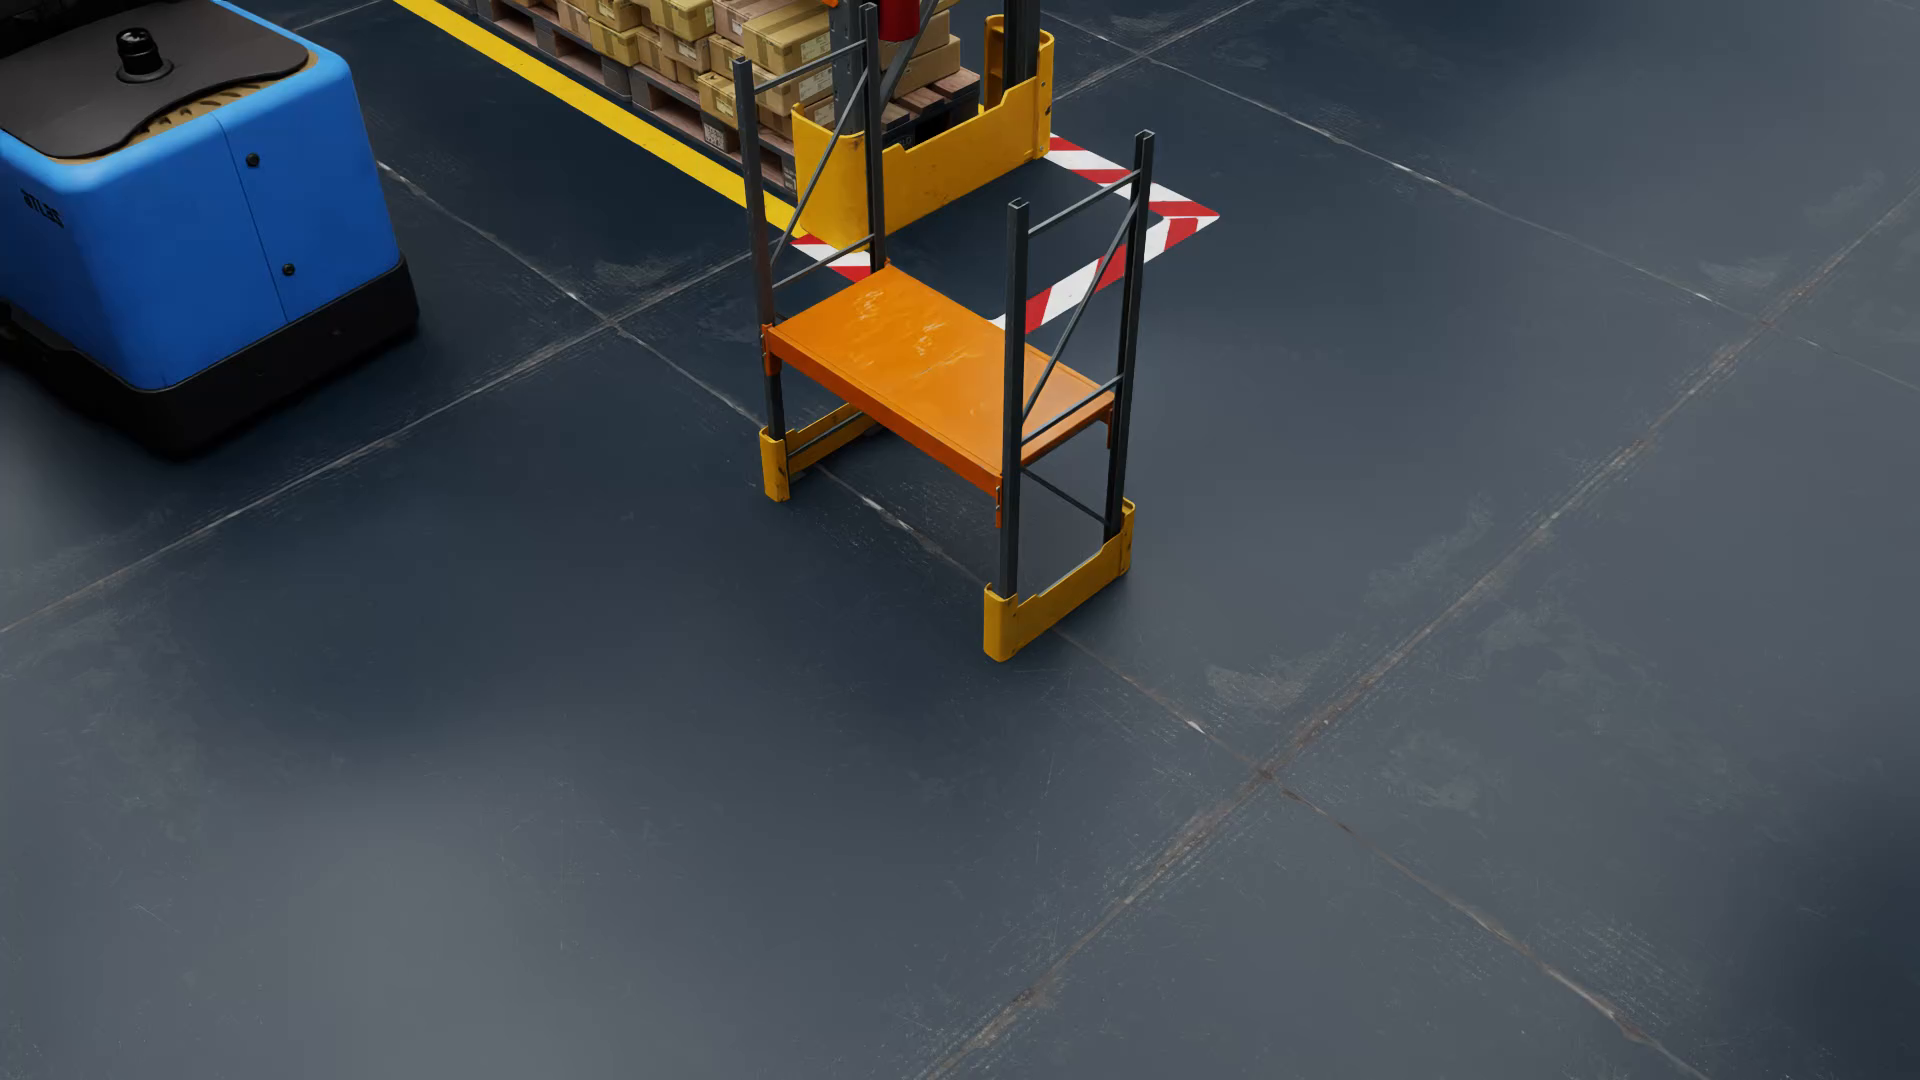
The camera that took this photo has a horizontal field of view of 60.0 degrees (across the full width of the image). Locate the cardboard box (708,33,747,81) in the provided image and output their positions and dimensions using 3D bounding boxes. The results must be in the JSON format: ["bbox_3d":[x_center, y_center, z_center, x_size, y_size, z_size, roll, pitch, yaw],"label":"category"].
[{"bbox_3d":[-0.796,-2.006,6.783,0.250,0.149,0.380,33,52,31],"label":"cardboard box"}]

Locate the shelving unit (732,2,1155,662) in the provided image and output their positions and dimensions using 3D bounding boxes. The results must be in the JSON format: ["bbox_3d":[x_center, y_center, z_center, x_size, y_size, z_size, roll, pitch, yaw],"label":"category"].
[{"bbox_3d":[-0.054,-0.587,4.781,0.587,1.500,1.083,-34,53,-31],"label":"shelving unit"}]

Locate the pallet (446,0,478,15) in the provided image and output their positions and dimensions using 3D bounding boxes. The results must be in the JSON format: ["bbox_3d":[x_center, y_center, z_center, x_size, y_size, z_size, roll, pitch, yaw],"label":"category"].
[{"bbox_3d":[-2.401,-3.114,8.464,1.003,0.211,1.213,-34,53,-31],"label":"pallet"}]

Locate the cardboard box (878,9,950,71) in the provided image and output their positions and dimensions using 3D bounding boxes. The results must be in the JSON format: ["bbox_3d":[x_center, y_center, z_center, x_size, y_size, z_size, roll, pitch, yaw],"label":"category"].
[{"bbox_3d":[-0.263,-2.113,6.898,0.380,0.149,0.250,-32,51,-30],"label":"cardboard box"}]

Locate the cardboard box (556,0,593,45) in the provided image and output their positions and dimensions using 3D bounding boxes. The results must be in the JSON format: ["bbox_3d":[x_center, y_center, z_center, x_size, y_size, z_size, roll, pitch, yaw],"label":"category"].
[{"bbox_3d":[-1.560,-2.371,7.397,0.380,0.149,0.250,-33,52,-31],"label":"cardboard box"}]

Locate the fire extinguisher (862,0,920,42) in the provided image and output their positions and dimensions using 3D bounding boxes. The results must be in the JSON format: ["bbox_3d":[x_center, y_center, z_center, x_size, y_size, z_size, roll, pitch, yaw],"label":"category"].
[{"bbox_3d":[-0.224,-2.014,5.551,0.296,0.674,0.183,-34,53,-31],"label":"fire extinguisher"}]

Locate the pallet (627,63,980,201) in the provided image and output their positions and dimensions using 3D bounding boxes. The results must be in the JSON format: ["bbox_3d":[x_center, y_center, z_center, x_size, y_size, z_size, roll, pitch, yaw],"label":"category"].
[{"bbox_3d":[-0.678,-1.941,7.195,1.003,0.211,1.213,-34,53,-31],"label":"pallet"}]

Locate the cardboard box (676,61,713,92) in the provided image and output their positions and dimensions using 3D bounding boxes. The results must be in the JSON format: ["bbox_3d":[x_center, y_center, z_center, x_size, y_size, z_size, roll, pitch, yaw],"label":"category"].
[{"bbox_3d":[-0.973,-2.025,7.022,0.250,0.149,0.380,34,52,31],"label":"cardboard box"}]

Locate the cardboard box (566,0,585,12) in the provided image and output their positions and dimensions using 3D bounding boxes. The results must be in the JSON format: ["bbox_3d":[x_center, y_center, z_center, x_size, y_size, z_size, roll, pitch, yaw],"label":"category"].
[{"bbox_3d":[-1.561,-2.478,7.294,0.380,0.149,0.250,-31,51,-29],"label":"cardboard box"}]

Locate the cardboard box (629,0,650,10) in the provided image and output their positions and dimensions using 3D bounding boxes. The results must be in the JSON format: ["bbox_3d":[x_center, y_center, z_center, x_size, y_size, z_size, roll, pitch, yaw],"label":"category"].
[{"bbox_3d":[-1.176,-2.347,6.932,0.250,0.149,0.380,32,52,30],"label":"cardboard box"}]

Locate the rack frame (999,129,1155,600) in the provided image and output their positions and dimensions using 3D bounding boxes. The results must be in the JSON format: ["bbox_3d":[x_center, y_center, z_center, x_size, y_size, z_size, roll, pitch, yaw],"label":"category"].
[{"bbox_3d":[0.299,-0.348,4.521,0.500,1.500,0.032,-34,53,-31],"label":"rack frame"}]

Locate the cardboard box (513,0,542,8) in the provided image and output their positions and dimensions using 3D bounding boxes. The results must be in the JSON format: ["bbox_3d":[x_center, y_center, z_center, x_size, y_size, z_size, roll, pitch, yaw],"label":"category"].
[{"bbox_3d":[-1.925,-2.618,7.664,0.250,0.149,0.380,33,52,30],"label":"cardboard box"}]

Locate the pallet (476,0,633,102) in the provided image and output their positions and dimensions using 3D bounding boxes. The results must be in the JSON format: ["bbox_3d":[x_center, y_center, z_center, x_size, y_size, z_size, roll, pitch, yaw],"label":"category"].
[{"bbox_3d":[-1.535,-2.527,7.829,1.003,0.211,1.213,-34,53,-31],"label":"pallet"}]

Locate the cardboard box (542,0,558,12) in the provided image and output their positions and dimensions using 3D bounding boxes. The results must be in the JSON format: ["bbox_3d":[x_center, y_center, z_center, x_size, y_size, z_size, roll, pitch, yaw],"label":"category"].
[{"bbox_3d":[-1.686,-2.528,7.567,0.380,0.149,0.250,-33,52,-30],"label":"cardboard box"}]

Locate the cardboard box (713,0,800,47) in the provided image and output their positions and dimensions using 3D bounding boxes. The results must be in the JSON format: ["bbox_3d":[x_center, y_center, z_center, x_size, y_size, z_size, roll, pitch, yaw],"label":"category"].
[{"bbox_3d":[-0.765,-2.128,6.696,0.380,0.149,0.250,-33,52,-31],"label":"cardboard box"}]

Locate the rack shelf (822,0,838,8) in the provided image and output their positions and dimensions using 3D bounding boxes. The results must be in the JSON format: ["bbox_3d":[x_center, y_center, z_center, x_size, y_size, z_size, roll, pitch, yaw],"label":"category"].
[{"bbox_3d":[-1.488,-3.218,7.053,1.077,0.370,4.000,-34,53,-31],"label":"rack shelf"}]

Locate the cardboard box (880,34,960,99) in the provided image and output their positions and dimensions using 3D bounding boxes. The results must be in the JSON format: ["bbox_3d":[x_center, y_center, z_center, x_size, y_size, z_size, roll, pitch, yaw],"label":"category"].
[{"bbox_3d":[-0.219,-2.034,7.032,0.380,0.149,0.250,-33,52,-31],"label":"cardboard box"}]

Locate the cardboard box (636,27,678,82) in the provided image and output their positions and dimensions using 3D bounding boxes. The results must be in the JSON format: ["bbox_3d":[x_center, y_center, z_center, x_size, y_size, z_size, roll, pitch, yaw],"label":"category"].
[{"bbox_3d":[-1.157,-2.137,7.144,0.380,0.149,0.250,-34,52,-31],"label":"cardboard box"}]

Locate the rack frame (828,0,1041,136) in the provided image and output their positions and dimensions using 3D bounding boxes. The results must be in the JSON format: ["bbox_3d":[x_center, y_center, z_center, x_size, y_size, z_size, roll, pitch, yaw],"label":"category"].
[{"bbox_3d":[-0.075,-2.521,5.768,1.000,3.000,0.127,-34,53,-31],"label":"rack frame"}]

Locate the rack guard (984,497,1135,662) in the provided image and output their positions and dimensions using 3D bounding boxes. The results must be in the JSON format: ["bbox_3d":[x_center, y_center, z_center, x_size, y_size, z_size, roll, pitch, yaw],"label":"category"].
[{"bbox_3d":[0.298,0.111,4.946,0.587,0.250,0.087,-34,53,-31],"label":"rack guard"}]

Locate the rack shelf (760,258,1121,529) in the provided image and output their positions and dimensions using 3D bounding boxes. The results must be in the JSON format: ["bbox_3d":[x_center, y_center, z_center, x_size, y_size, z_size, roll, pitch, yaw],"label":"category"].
[{"bbox_3d":[-0.060,-0.460,4.907,0.538,0.185,1.000,-34,53,-31],"label":"rack shelf"}]

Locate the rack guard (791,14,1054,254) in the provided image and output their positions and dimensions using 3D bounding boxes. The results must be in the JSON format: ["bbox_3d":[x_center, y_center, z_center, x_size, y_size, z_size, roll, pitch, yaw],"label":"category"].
[{"bbox_3d":[-0.129,-1.640,6.656,1.175,0.500,0.348,-34,53,-31],"label":"rack guard"}]

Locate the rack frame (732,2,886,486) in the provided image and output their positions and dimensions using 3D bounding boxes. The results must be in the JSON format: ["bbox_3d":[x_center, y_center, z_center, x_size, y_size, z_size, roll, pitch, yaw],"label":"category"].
[{"bbox_3d":[-0.419,-0.836,5.050,0.500,1.500,0.032,-34,53,-31],"label":"rack frame"}]

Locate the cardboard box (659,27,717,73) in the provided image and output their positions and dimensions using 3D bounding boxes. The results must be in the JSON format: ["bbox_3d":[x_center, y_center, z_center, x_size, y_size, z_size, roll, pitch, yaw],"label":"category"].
[{"bbox_3d":[-1.018,-2.103,6.888,0.250,0.149,0.380,32,52,30],"label":"cardboard box"}]

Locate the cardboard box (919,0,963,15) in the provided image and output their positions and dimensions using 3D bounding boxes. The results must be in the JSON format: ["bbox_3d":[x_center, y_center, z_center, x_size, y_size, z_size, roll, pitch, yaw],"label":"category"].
[{"bbox_3d":[-0.205,-2.262,6.840,0.250,0.149,0.380,32,51,30],"label":"cardboard box"}]

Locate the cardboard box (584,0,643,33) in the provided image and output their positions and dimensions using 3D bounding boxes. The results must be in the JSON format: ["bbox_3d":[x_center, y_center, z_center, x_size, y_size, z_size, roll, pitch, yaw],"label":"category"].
[{"bbox_3d":[-1.393,-2.346,7.151,0.380,0.149,0.250,-33,52,-31],"label":"cardboard box"}]

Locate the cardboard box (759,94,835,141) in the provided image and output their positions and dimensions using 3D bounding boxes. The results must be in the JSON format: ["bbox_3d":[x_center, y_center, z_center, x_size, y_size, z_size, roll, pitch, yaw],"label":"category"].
[{"bbox_3d":[-0.595,-1.782,6.759,0.380,0.149,0.250,-33,52,-31],"label":"cardboard box"}]

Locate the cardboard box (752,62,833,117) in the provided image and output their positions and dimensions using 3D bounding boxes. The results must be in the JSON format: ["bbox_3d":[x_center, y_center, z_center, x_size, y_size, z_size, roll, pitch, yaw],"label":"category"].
[{"bbox_3d":[-0.650,-1.855,6.619,0.250,0.149,0.380,33,52,30],"label":"cardboard box"}]

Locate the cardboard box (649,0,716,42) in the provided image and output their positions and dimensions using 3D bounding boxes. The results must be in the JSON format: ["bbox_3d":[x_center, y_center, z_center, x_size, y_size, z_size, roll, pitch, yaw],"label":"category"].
[{"bbox_3d":[-1.038,-2.192,6.765,0.250,0.149,0.380,33,52,31],"label":"cardboard box"}]

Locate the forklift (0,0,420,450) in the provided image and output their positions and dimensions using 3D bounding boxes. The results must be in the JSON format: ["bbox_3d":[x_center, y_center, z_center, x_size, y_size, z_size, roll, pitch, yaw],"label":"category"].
[{"bbox_3d":[-3.425,-2.207,5.479,3.031,2.935,1.130,28,50,27],"label":"forklift"}]

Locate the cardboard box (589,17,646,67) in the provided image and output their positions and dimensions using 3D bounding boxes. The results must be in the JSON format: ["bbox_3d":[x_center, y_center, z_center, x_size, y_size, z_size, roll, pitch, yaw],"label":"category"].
[{"bbox_3d":[-1.382,-2.230,7.244,0.250,0.149,0.380,32,51,30],"label":"cardboard box"}]

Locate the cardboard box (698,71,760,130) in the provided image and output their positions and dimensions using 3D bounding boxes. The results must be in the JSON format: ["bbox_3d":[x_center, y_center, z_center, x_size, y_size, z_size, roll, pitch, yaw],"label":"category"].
[{"bbox_3d":[-0.848,-1.857,6.840,0.380,0.149,0.250,-32,52,-30],"label":"cardboard box"}]

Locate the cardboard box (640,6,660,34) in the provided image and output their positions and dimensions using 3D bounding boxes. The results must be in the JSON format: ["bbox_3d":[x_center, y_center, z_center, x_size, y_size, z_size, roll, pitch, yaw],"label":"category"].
[{"bbox_3d":[-1.135,-2.282,7.081,0.250,0.149,0.380,34,52,31],"label":"cardboard box"}]

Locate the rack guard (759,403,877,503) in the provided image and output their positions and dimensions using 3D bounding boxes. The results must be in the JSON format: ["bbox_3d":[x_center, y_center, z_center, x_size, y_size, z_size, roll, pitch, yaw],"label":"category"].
[{"bbox_3d":[-0.406,-0.368,5.464,0.587,0.250,0.087,-34,53,-31],"label":"rack guard"}]

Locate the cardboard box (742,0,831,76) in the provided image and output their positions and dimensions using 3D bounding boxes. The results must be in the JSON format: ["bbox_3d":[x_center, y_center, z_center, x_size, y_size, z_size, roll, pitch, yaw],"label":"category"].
[{"bbox_3d":[-0.628,-1.980,6.535,0.380,0.149,0.250,-33,52,-31],"label":"cardboard box"}]
